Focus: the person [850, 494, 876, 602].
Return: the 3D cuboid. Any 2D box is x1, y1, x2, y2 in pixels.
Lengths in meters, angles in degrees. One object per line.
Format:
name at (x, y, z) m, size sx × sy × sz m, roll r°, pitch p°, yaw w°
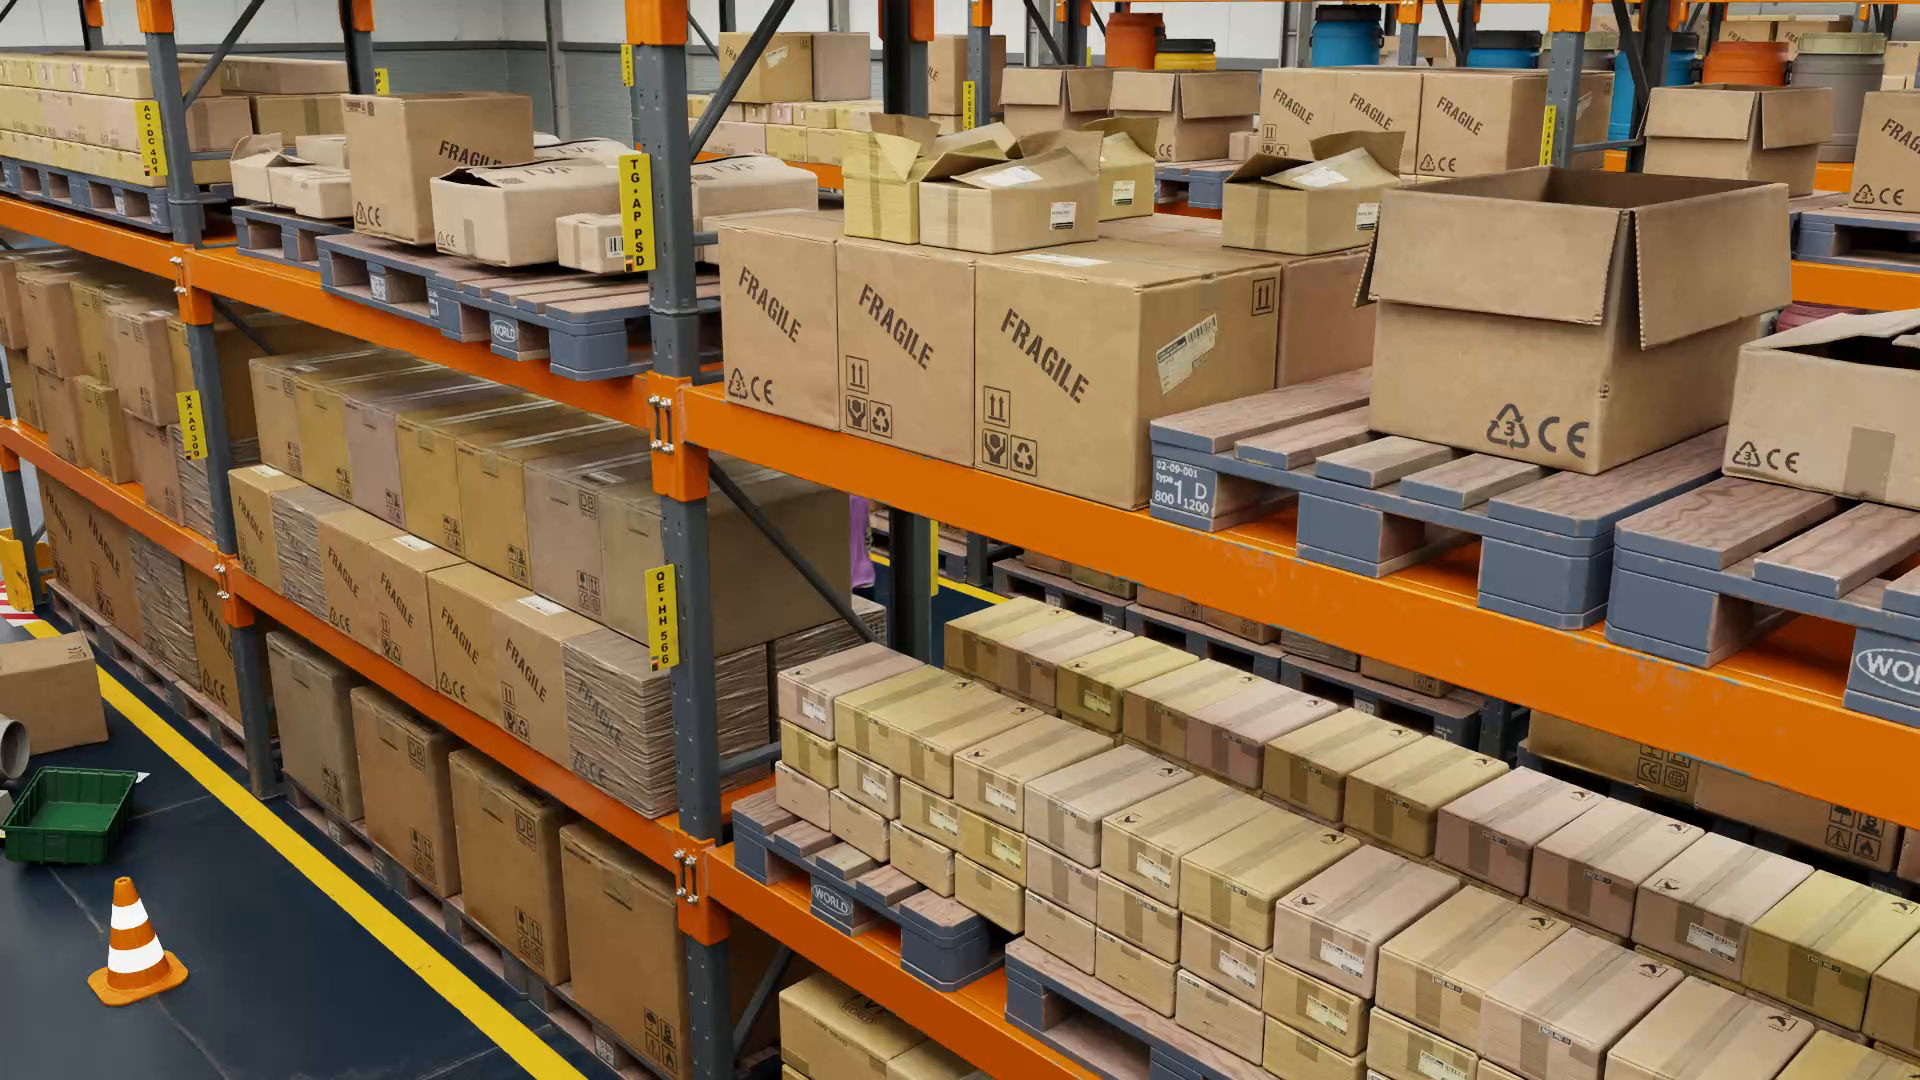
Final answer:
person at (-0.611, 0.283, 9.209) m, size 0.442 × 1.623 × 0.585 m, roll -16°, pitch 24°, yaw -42°
